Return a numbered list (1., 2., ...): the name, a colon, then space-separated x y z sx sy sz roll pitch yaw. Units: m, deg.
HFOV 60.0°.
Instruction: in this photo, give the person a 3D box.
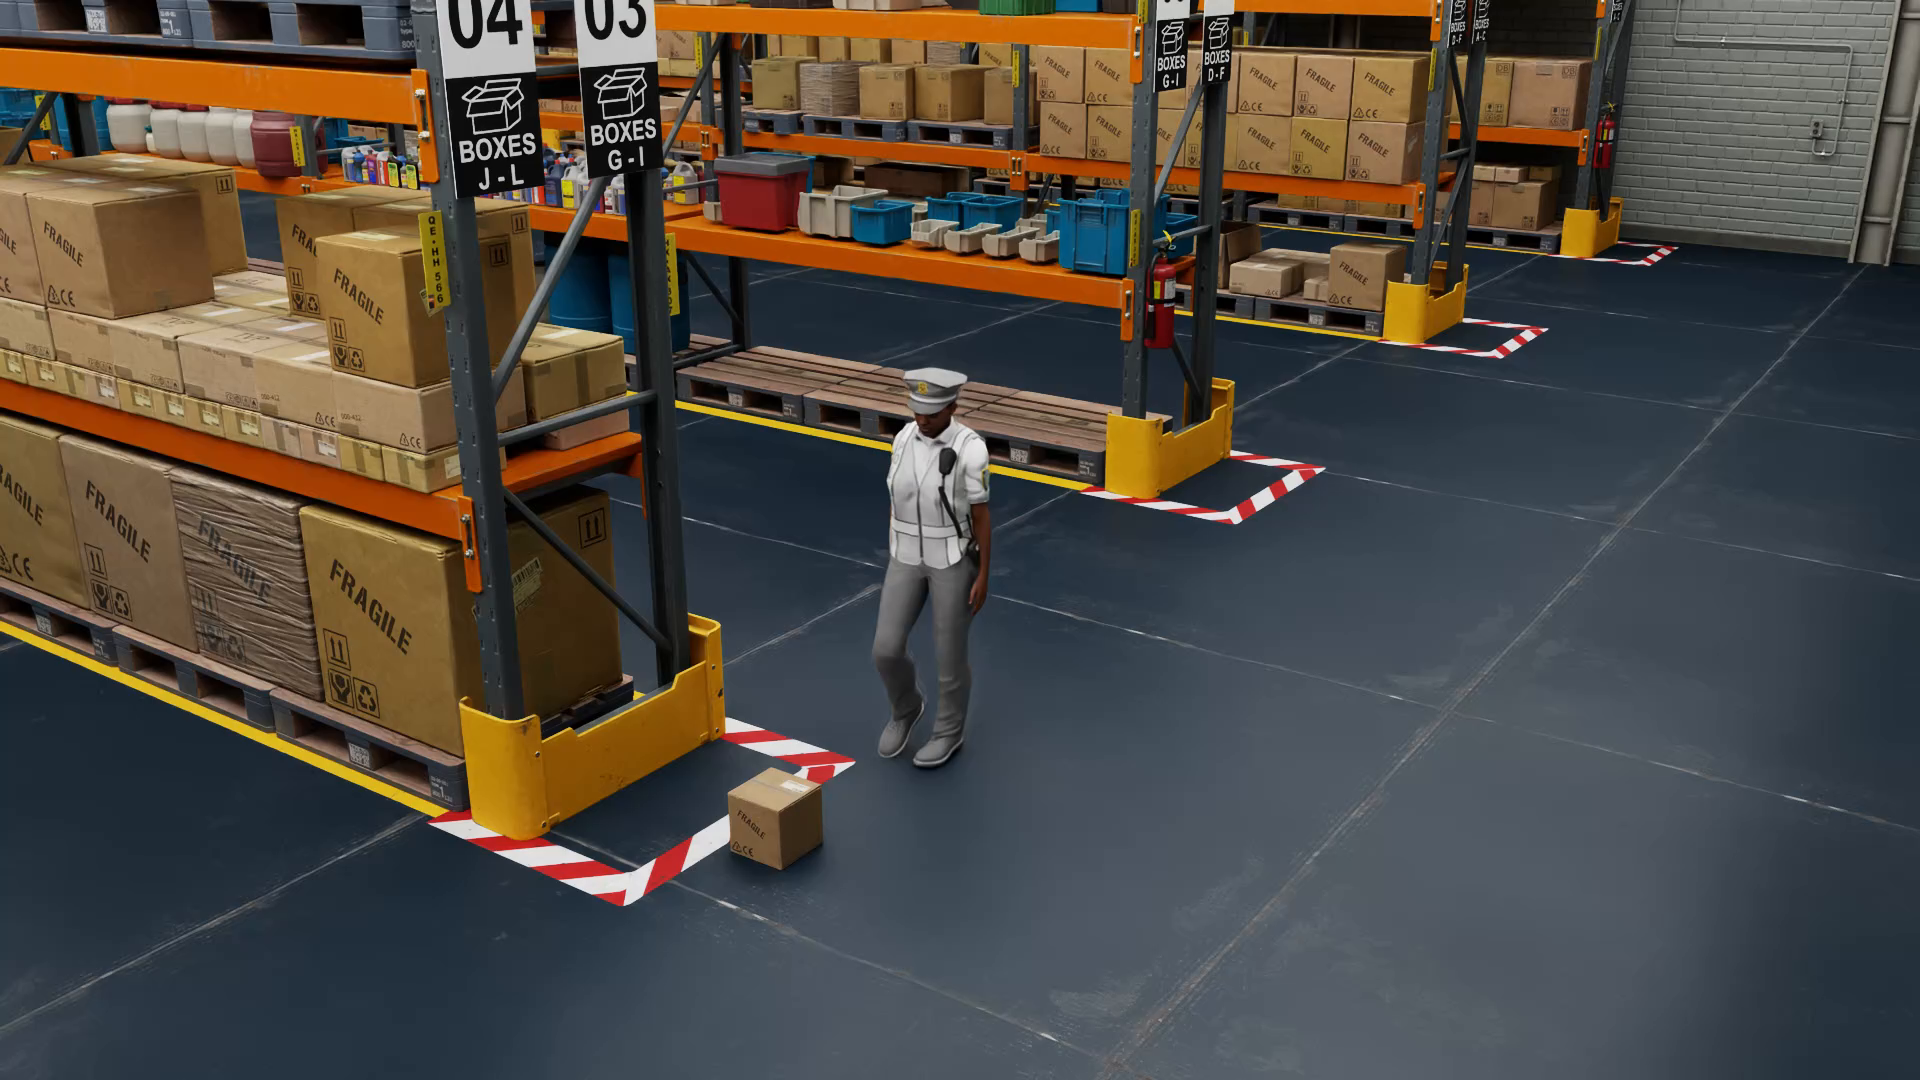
1. person: -0.114 0.133 6.704 0.473 1.677 0.430 8 22 22
